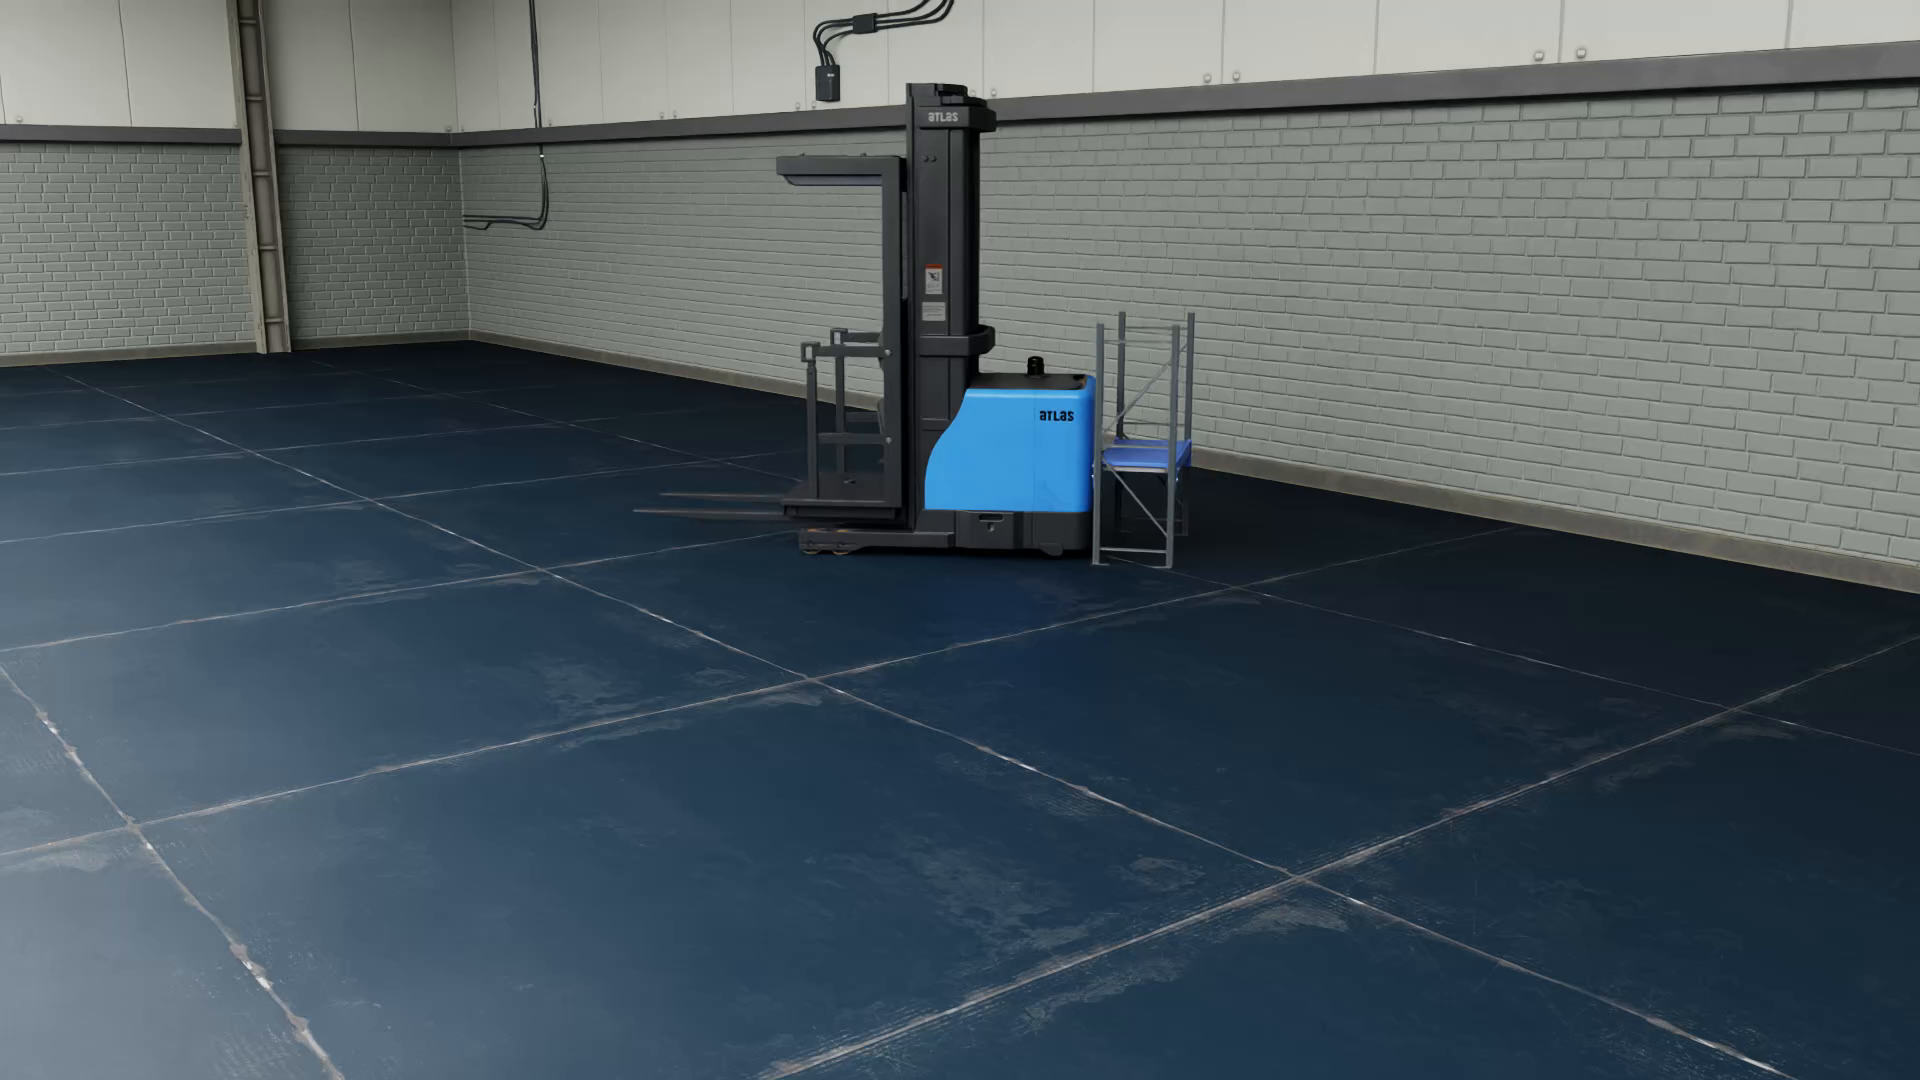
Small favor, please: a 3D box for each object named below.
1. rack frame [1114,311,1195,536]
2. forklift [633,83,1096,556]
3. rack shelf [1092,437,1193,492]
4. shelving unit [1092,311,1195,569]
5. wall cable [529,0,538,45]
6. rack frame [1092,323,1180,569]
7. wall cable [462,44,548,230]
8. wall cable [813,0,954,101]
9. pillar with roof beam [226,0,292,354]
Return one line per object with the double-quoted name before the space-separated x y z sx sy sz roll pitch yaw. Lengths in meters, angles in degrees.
"rack frame" 1.301 -0.774 11.165 0.500 1.500 0.032 3 12 13
"forklift" -0.618 -1.441 10.860 3.031 2.935 1.130 1 12 6
"rack shelf" 1.188 -0.496 10.718 0.538 0.185 1.000 3 12 13
"shelving unit" 1.188 -0.672 10.680 0.538 1.500 1.048 3 12 13
"wall cable" -5.002 -7.774 21.393 0.112 2.526 3.097 -9 15 -38
"rack frame" 1.075 -0.569 10.196 0.500 1.500 0.032 3 12 13
"wall cable" -6.692 -5.743 23.984 0.112 2.526 3.097 -9 15 -38
"wall cable" -0.774 -7.383 16.047 0.169 6.003 2.305 -9 15 -38
"pillar with roof beam" -7.130 -6.396 19.583 0.400 9.000 9.100 -9 15 -38
